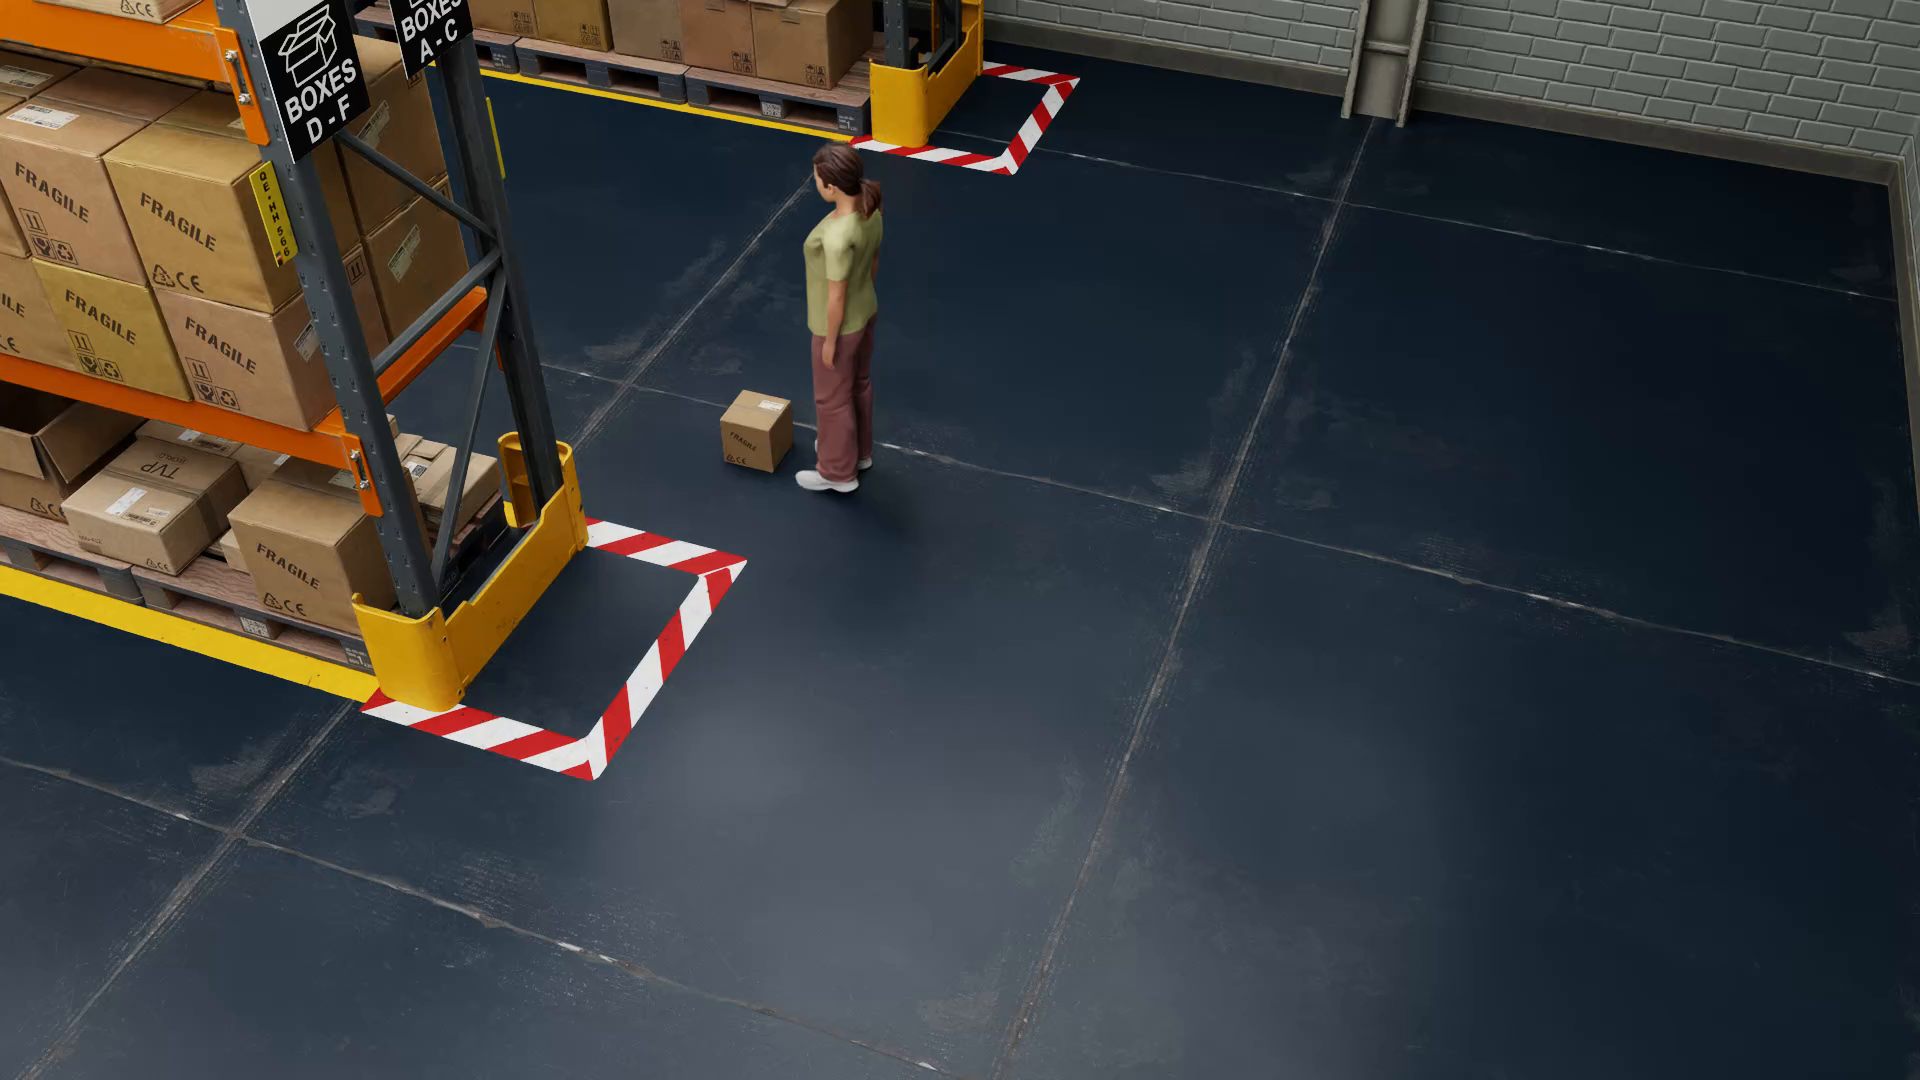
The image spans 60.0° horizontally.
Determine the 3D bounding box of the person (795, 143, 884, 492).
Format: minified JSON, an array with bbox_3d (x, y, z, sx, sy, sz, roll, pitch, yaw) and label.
[{"bbox_3d":[-0.516,-0.946,7.211,0.434,1.697,0.453,14,44,15],"label":"person"}]
